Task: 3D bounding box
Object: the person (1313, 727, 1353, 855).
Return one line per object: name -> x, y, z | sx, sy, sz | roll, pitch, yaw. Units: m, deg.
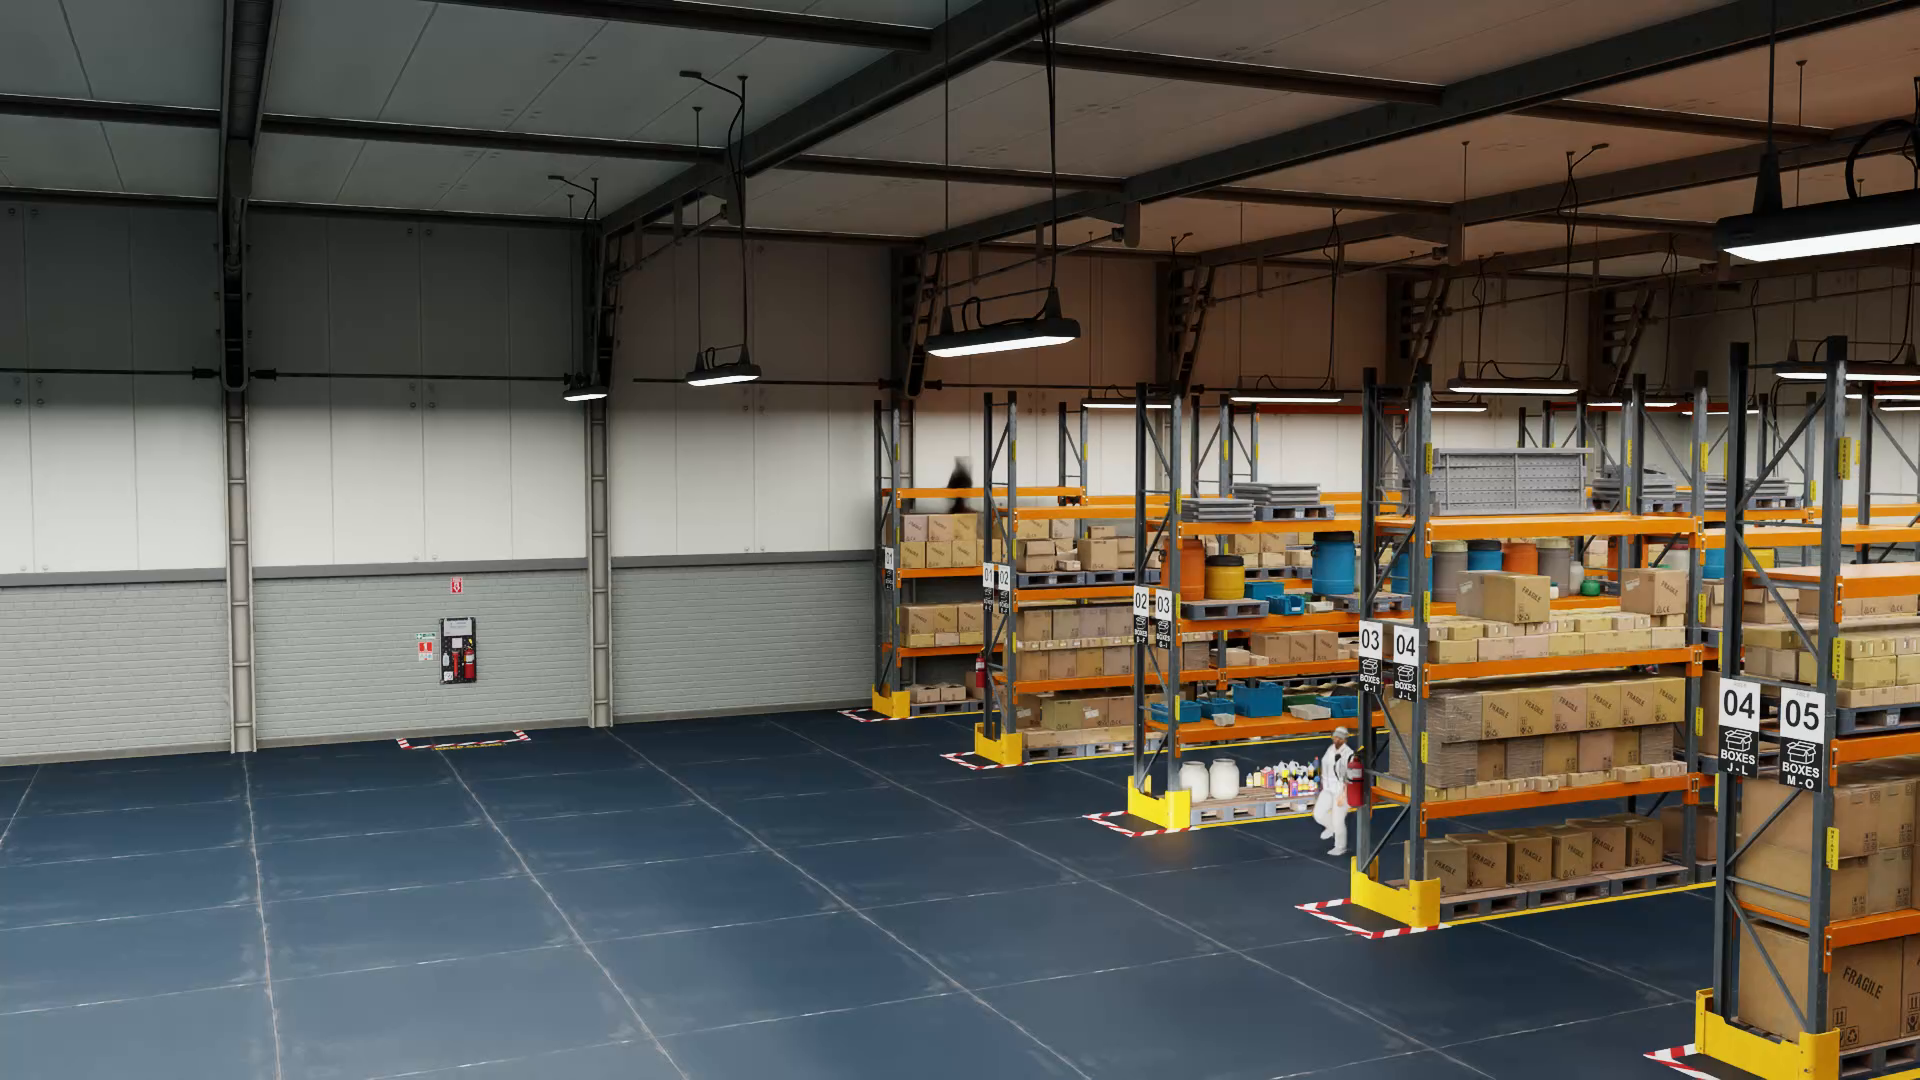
person -> 4.750, 3.134, 20.922 | 0.514, 1.629, 0.724 | -2, 4, -28
